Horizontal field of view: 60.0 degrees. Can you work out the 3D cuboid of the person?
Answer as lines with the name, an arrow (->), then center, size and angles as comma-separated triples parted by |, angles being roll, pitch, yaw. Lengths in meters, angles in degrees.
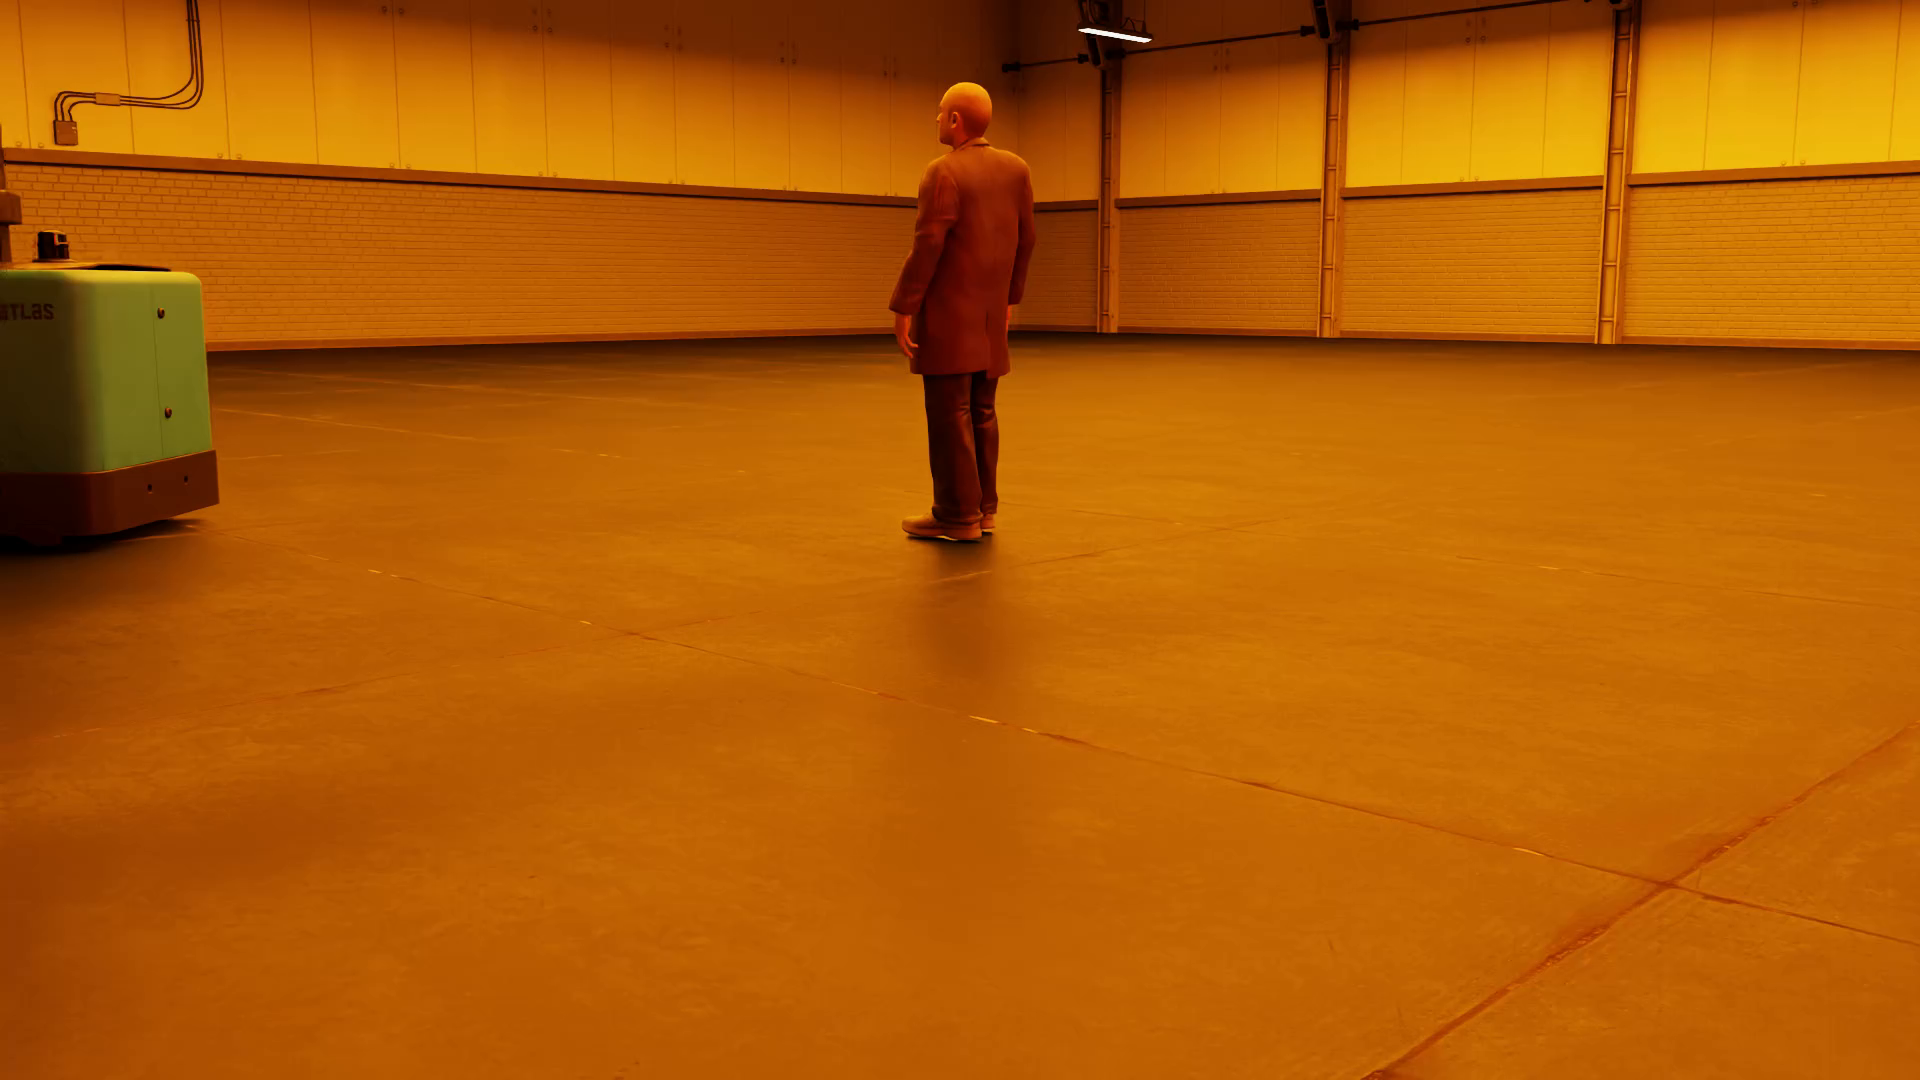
person -> -0.064, -0.896, 6.650 | 0.579, 1.778, 0.696 | 8, 12, 43

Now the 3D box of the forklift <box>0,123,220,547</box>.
forklift -> -4.767, -1.476, 6.674 | 3.031, 2.935, 1.130 | 0, 9, 1
